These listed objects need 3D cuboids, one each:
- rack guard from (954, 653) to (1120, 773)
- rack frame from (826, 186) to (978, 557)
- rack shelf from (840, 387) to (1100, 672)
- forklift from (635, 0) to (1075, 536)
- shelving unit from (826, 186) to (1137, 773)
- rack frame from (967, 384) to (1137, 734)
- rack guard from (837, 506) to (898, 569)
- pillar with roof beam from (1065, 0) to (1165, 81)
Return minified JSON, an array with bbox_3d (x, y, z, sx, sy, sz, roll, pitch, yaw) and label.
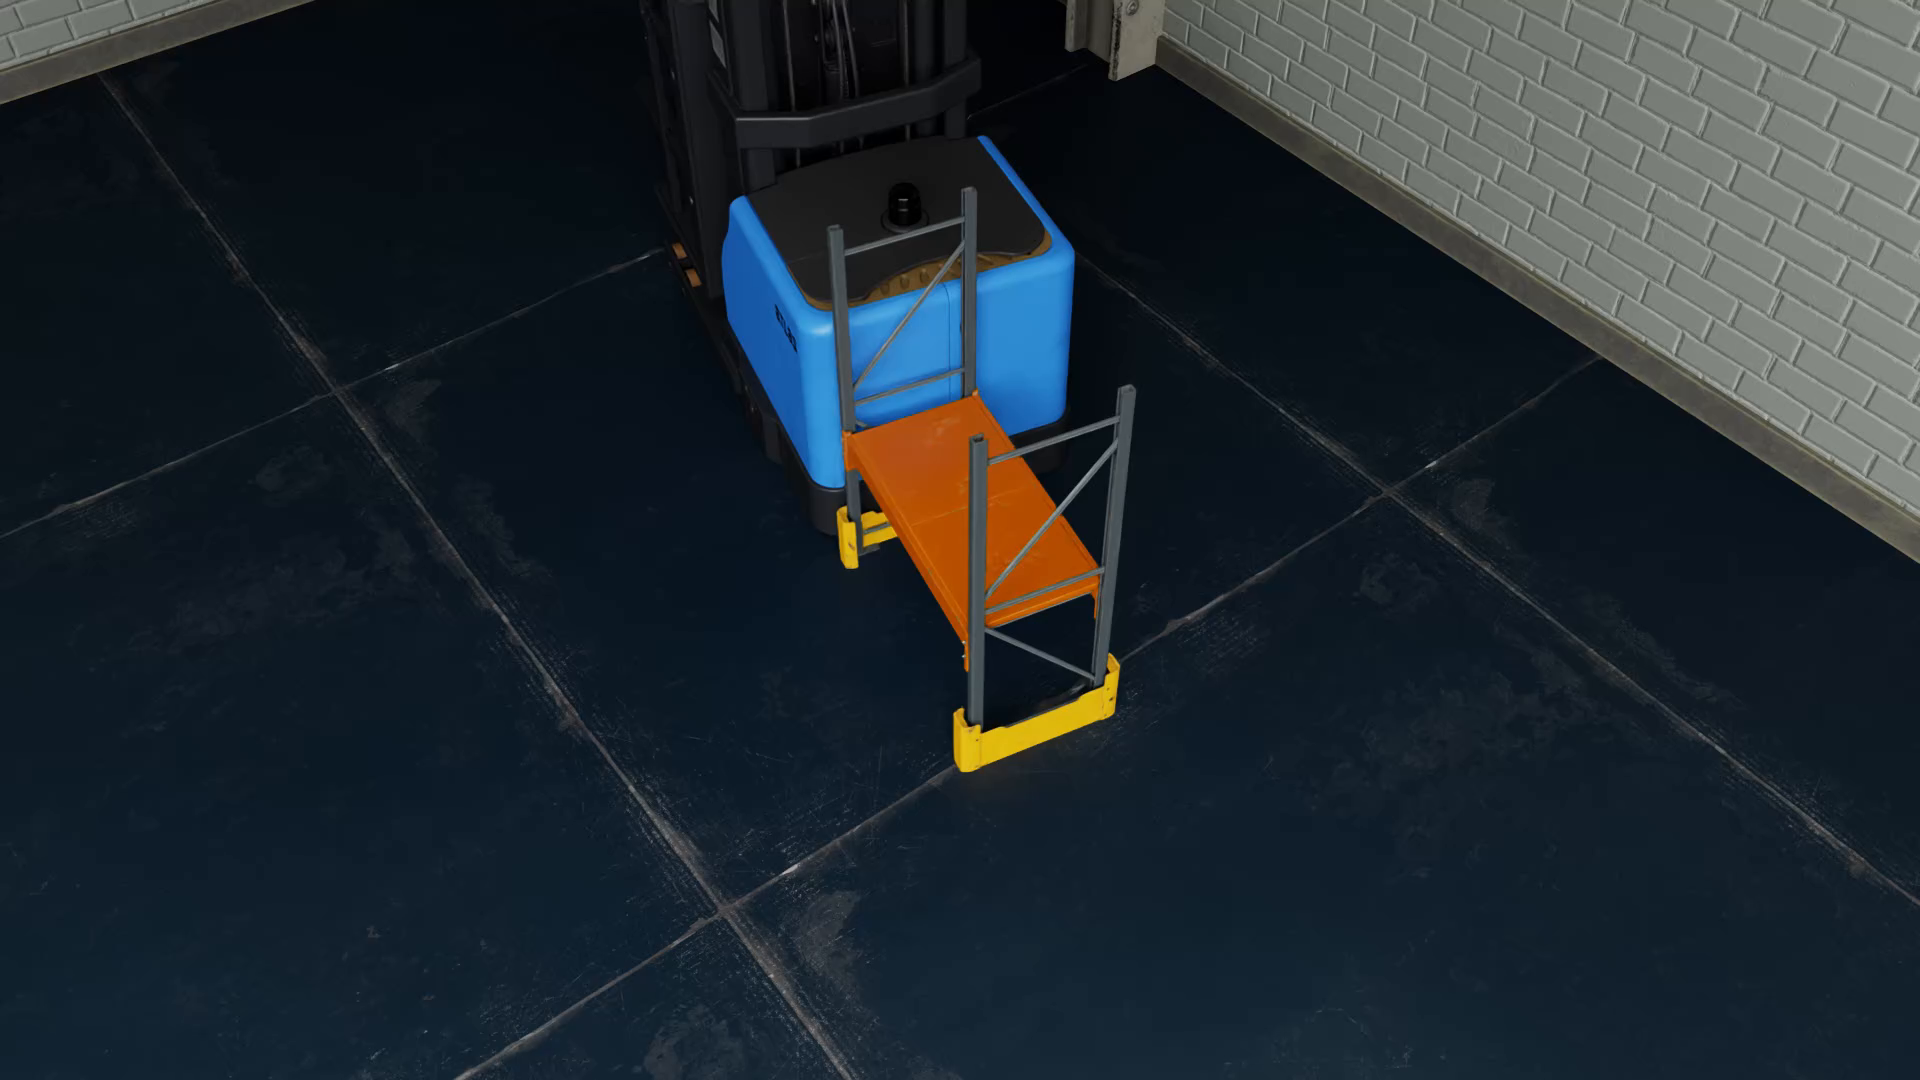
[{"bbox_3d":[0.256,0.577,5.558,0.587,0.250,0.087,-19,51,-17],"label":"rack guard"},{"bbox_3d":[-0.177,-0.523,5.712,0.500,1.500,0.032,-19,51,-17],"label":"rack frame"},{"bbox_3d":[0.040,-0.061,5.536,0.538,0.185,1.000,-19,51,-17],"label":"rack shelf"},{"bbox_3d":[-0.637,-2.110,6.184,1.130,2.935,3.031,-18,50,-16],"label":"forklift"},{"bbox_3d":[0.044,-0.176,5.397,0.587,1.500,1.083,-19,51,-17],"label":"shelving unit"},{"bbox_3d":[0.257,0.158,5.094,0.500,1.500,0.032,-19,51,-17],"label":"rack frame"},{"bbox_3d":[-0.169,-0.090,6.163,0.587,0.250,0.087,-19,51,-17],"label":"rack guard"},{"bbox_3d":[-2.651,-3.574,3.416,9.100,9.000,0.400,-29,54,-24],"label":"pillar with roof beam"}]
